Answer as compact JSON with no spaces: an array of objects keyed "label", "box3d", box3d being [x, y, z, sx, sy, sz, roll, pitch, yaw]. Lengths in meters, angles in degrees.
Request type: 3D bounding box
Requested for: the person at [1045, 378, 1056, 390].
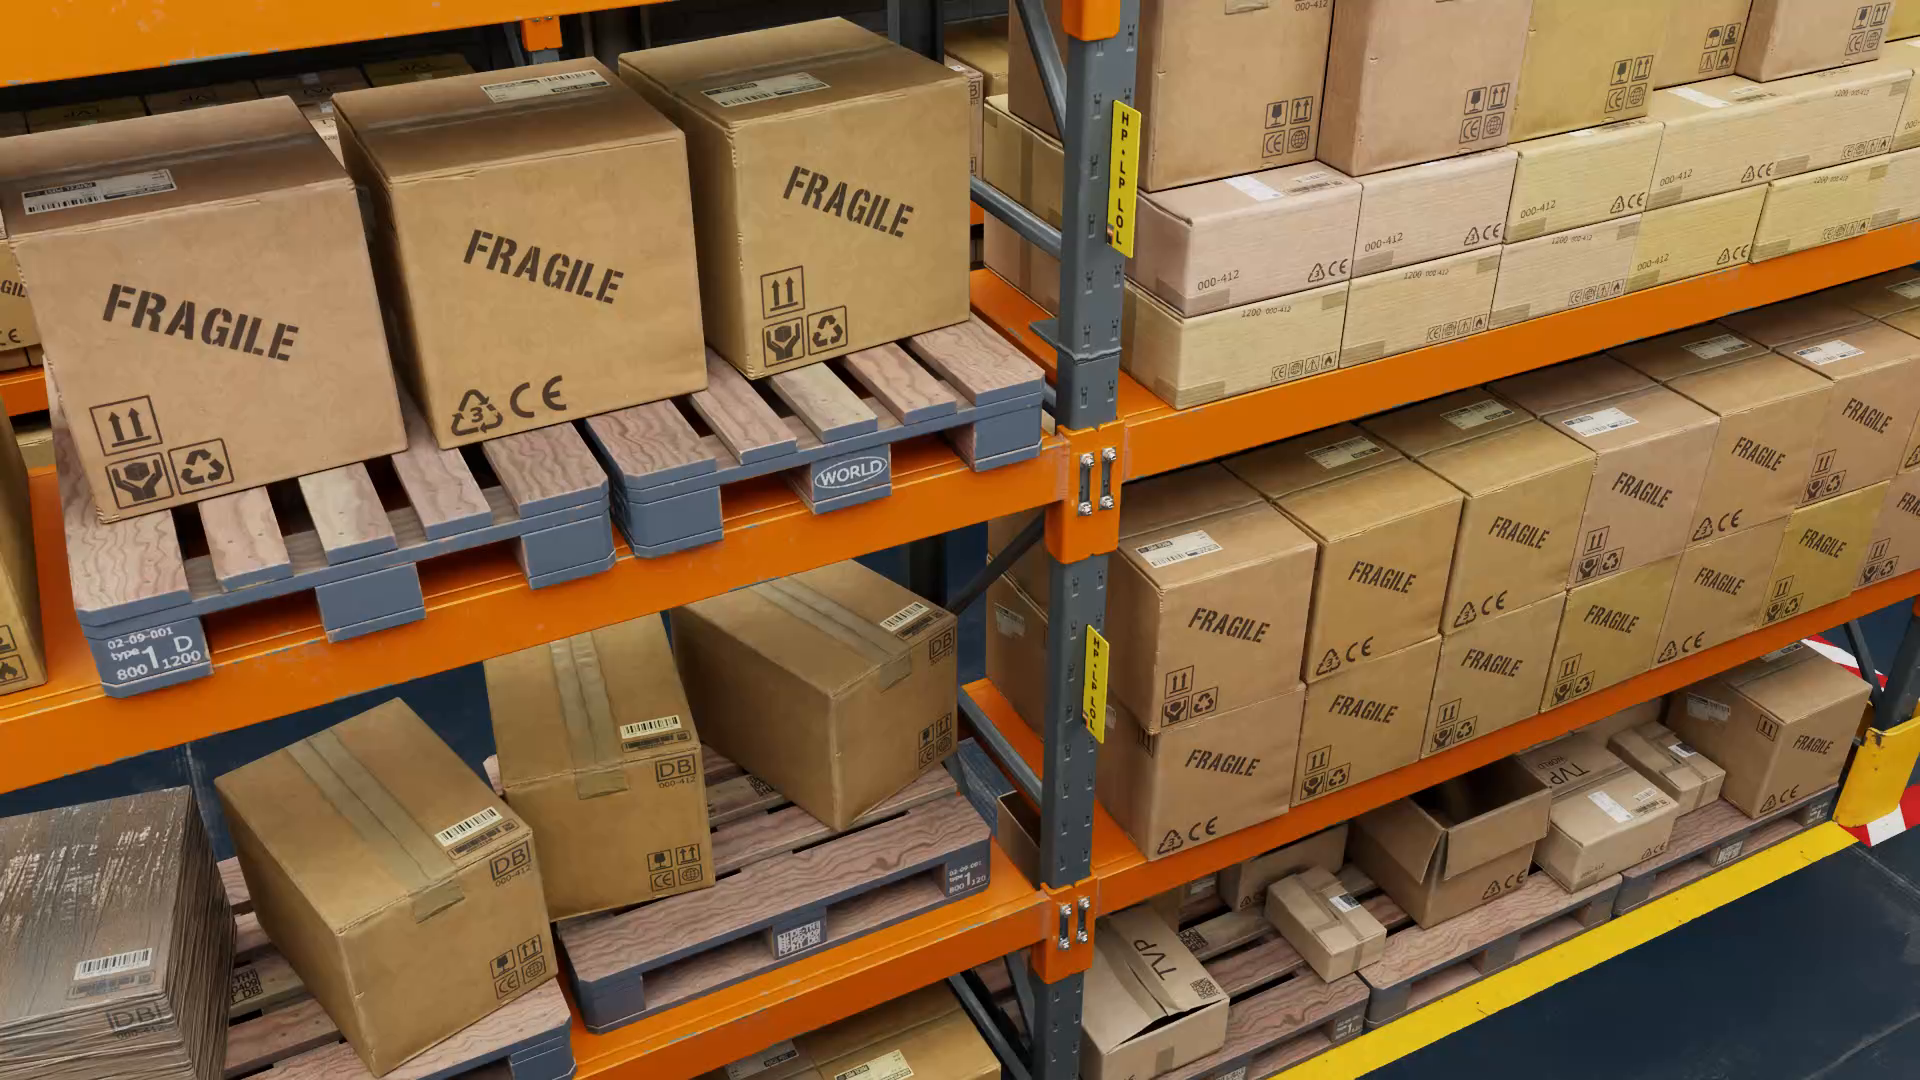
[{"label":"person","box3d":[0.539,-0.800,8.405,0.643,1.772,0.429,-18,37,-25]}]
